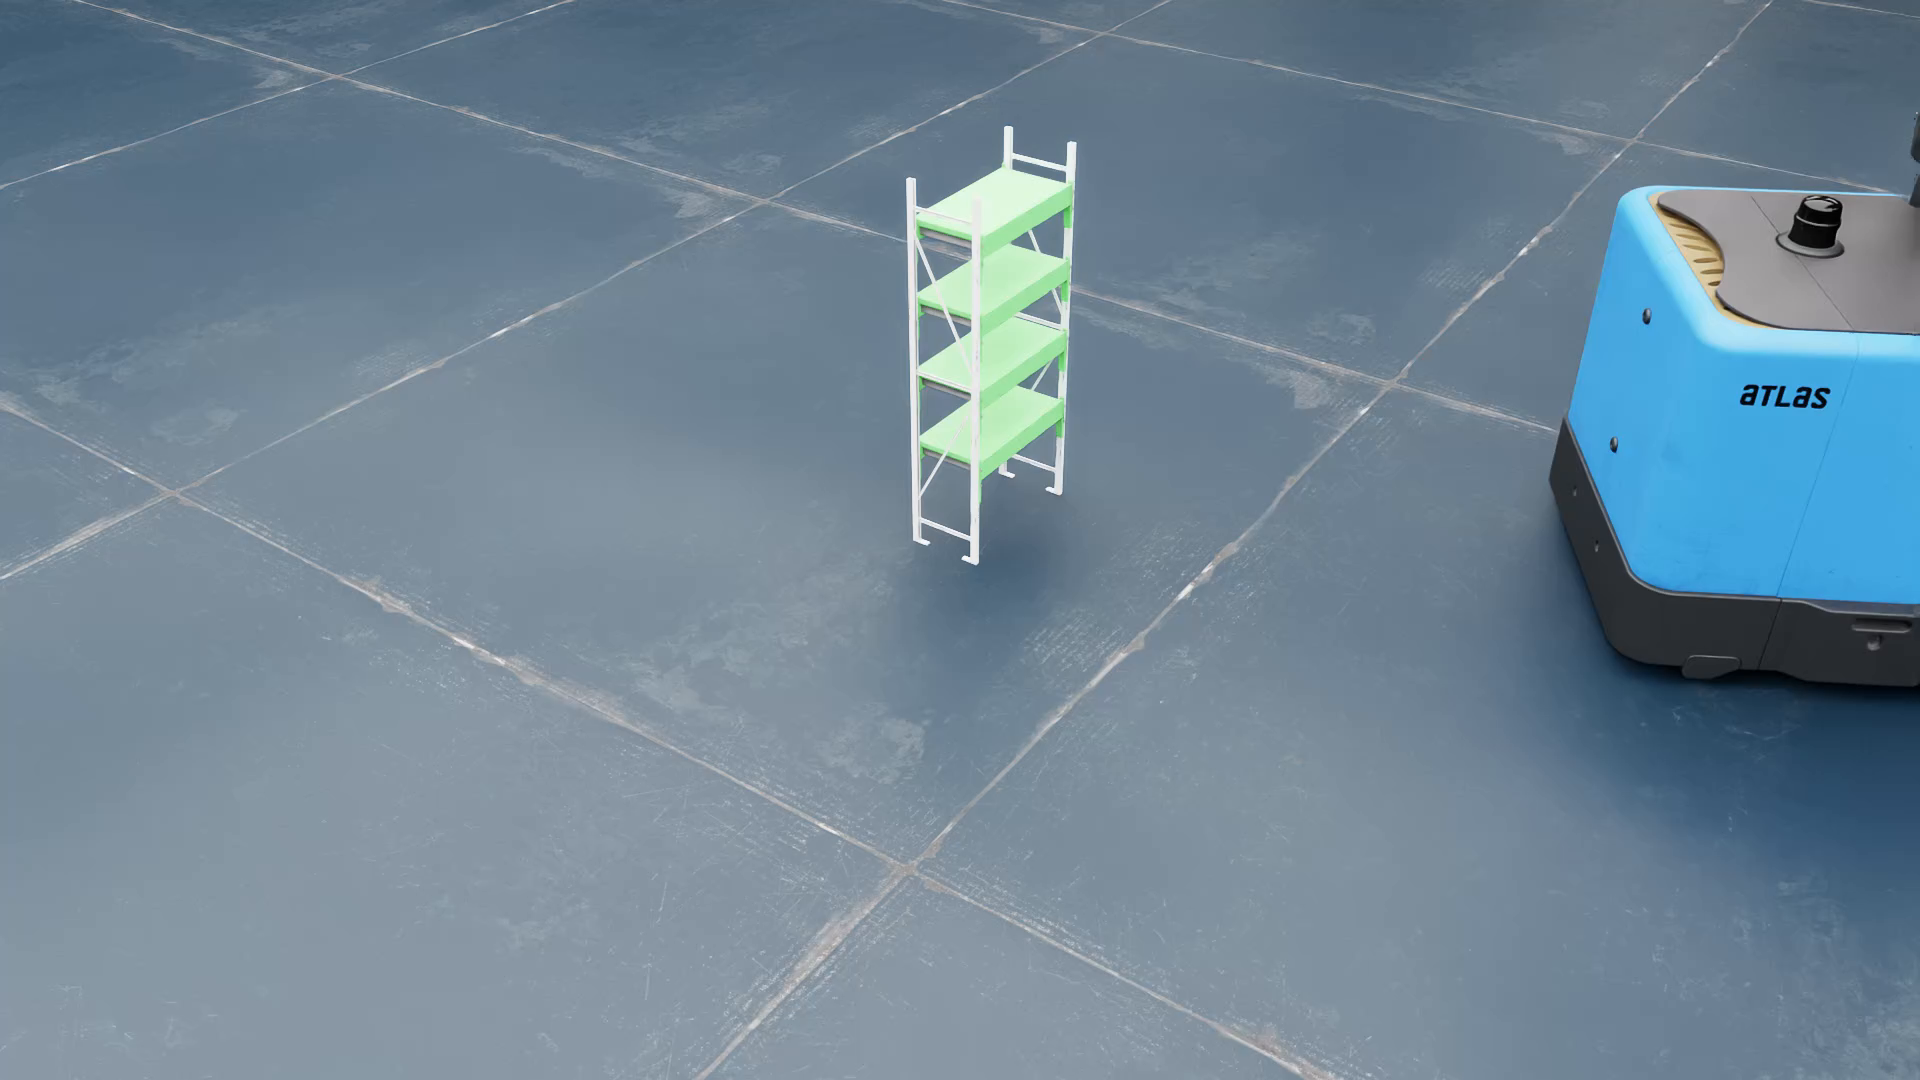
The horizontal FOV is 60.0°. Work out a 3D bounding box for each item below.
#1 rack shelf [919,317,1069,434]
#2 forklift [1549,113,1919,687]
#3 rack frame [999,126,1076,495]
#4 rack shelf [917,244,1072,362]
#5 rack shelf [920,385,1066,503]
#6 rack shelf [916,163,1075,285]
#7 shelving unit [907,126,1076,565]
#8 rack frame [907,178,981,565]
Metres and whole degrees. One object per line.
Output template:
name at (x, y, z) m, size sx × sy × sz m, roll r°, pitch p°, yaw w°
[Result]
rack shelf at (0.094, -0.520, 5.062) m, size 0.258 × 0.148 × 0.480 m, roll 21°, pitch 39°, yaw 28°
forklift at (3.381, -1.027, 4.152) m, size 3.031 × 2.935 × 1.130 m, roll 3°, pitch 34°, yaw 5°
rack frame at (0.234, -0.685, 5.193) m, size 0.240 × 1.200 × 0.015 m, roll 21°, pitch 39°, yaw 28°
rack shelf at (0.094, -0.719, 4.928) m, size 0.258 × 0.148 × 0.480 m, roll 21°, pitch 39°, yaw 28°
rack shelf at (0.094, -0.321, 5.197) m, size 0.258 × 0.148 × 0.480 m, roll 21°, pitch 39°, yaw 28°
rack shelf at (0.094, -0.918, 4.793) m, size 0.258 × 0.148 × 0.480 m, roll 21°, pitch 39°, yaw 28°
shelving unit at (0.094, -0.573, 5.027) m, size 0.258 × 1.200 × 0.503 m, roll 21°, pitch 39°, yaw 28°
rack frame at (-0.045, -0.461, 4.860) m, size 0.240 × 1.200 × 0.015 m, roll 21°, pitch 39°, yaw 28°
